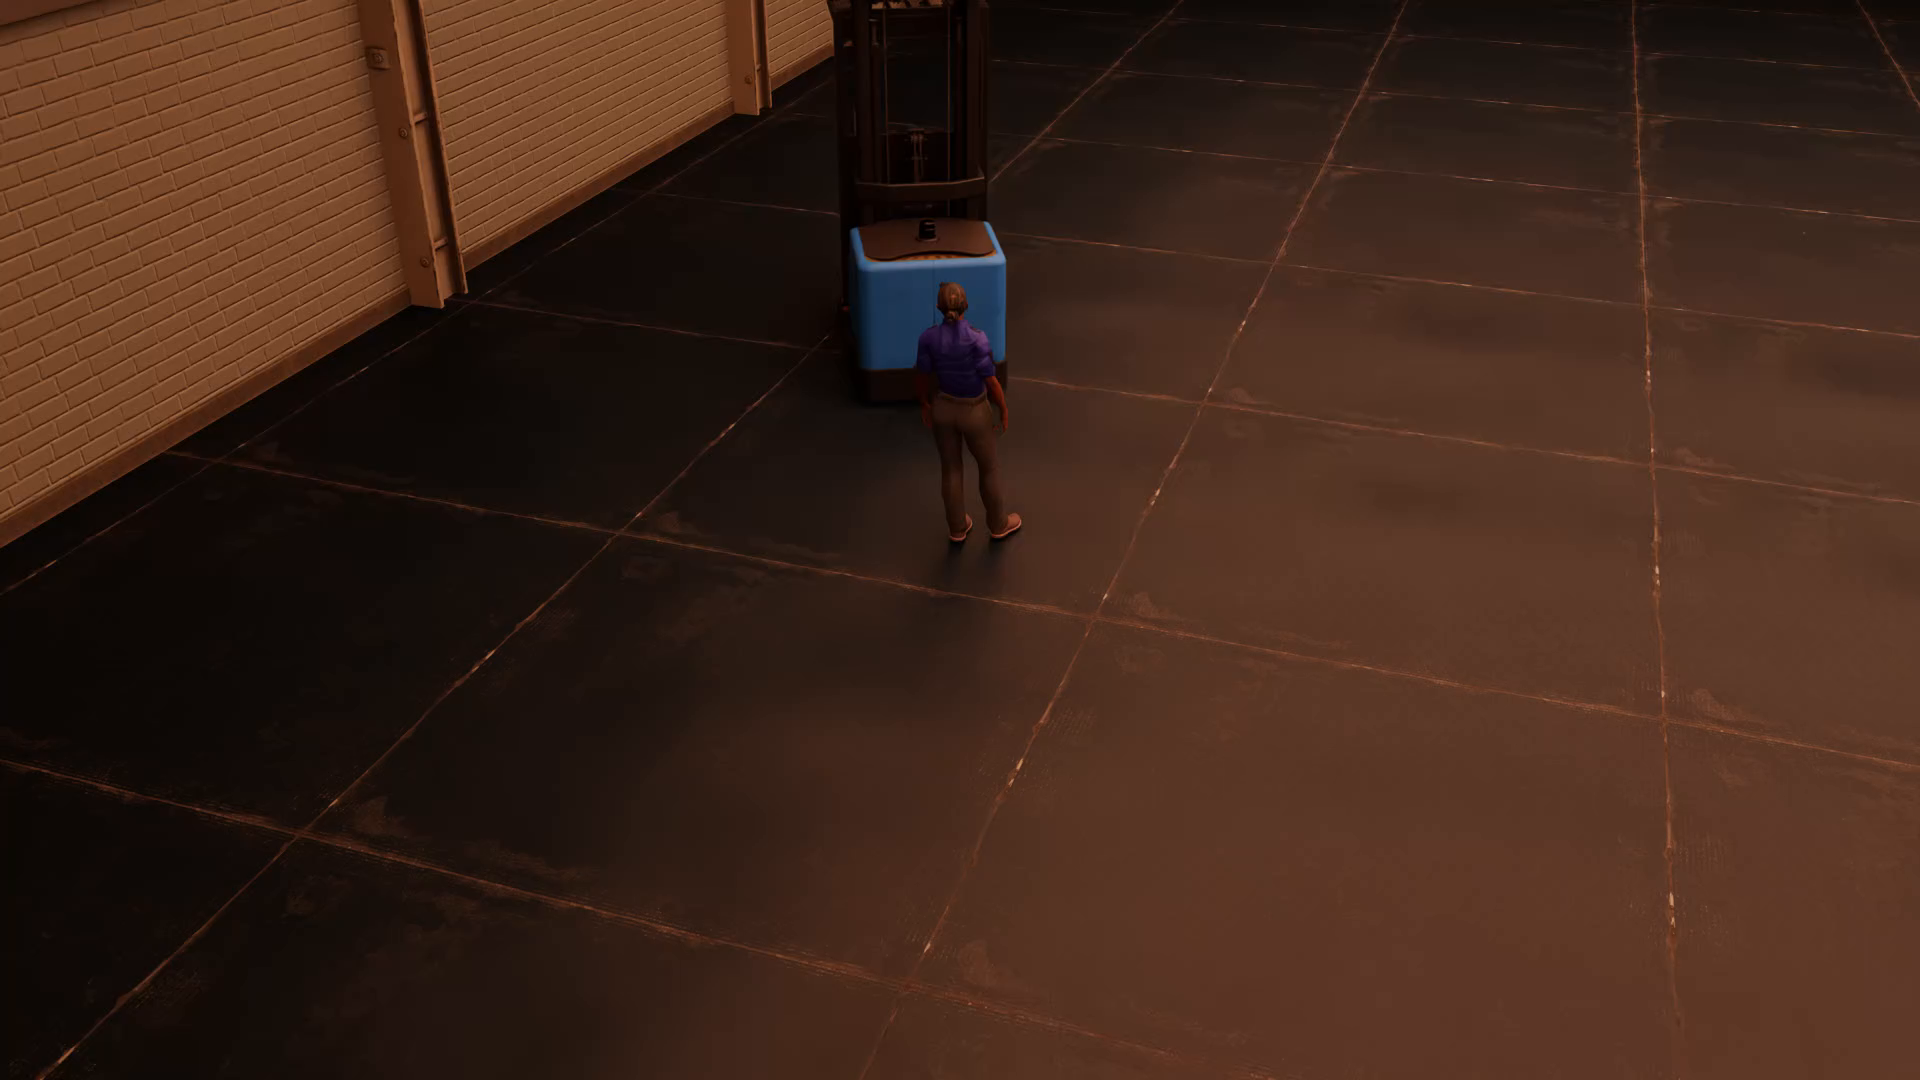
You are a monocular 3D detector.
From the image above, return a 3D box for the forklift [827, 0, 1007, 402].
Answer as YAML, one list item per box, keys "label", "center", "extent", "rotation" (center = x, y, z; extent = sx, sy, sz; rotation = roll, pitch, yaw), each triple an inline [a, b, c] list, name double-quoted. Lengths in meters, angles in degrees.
- label: "forklift"
  center: [-0.377, -2.950, 12.311]
  extent: [1.130, 2.935, 3.031]
  rotation: [-4, 30, -7]

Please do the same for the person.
- label: "person"
  center: [0.047, -0.762, 9.749]
  extent: [0.570, 1.654, 0.504]
  rotation: [10, 31, 16]
